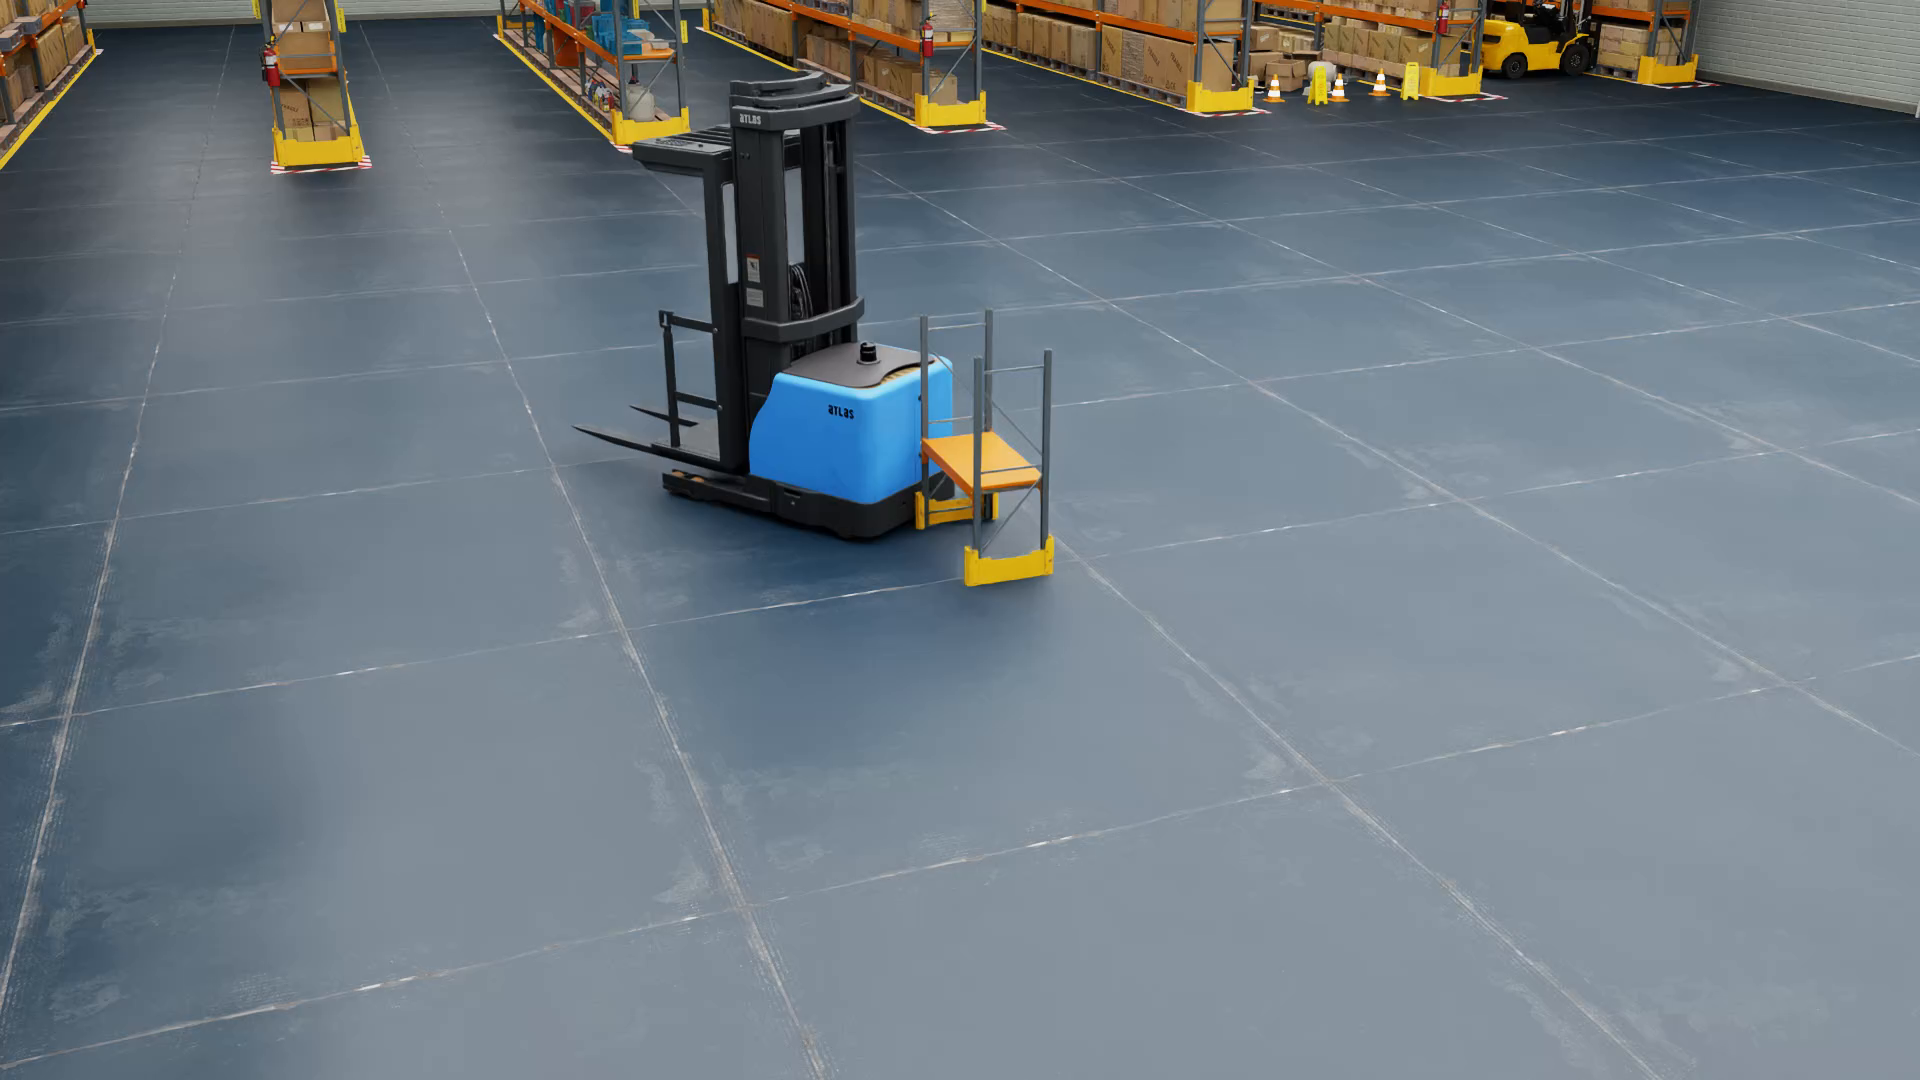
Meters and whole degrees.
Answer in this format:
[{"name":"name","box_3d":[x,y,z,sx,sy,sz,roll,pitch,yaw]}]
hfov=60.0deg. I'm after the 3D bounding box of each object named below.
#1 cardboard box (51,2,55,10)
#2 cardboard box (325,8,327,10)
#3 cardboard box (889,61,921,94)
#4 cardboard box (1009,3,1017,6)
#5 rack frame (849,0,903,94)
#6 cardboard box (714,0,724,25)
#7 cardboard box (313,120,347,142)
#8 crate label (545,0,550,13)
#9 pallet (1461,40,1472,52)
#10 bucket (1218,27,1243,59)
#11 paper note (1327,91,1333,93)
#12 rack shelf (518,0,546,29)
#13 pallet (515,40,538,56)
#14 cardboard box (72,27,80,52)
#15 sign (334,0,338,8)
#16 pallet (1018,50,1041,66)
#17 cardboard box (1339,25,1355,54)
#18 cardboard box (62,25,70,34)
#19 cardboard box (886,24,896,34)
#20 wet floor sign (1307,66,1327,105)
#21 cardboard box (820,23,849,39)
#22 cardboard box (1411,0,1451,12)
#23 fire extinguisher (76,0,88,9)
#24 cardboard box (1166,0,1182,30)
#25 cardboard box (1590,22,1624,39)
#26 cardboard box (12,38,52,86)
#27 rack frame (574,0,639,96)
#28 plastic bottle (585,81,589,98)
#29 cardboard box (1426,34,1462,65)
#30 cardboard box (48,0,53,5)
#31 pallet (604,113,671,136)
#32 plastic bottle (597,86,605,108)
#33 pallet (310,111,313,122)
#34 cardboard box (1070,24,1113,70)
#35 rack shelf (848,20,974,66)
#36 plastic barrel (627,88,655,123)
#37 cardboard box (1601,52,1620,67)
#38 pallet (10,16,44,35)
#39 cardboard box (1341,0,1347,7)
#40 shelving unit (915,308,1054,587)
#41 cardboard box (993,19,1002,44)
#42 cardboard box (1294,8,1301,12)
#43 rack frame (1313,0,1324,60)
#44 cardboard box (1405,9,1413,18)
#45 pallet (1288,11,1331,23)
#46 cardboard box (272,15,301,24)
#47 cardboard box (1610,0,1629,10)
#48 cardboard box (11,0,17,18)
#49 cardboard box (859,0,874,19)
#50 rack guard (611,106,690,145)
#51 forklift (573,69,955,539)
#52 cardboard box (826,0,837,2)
[{"name":"cardboard box","box_3d":[-17.778,-10.344,32.228,0.380,0.149,0.250,-8,24,-18]},{"name":"cardboard box","box_3d":[-9.974,-8.115,25.678,0.380,0.149,0.250,-8,24,-17]},{"name":"cardboard box","box_3d":[-0.940,-8.224,29.578,0.500,0.500,0.500,-11,25,-24]},{"name":"cardboard box","box_3d":[1.358,-11.889,37.308,0.500,0.250,0.500,-8,24,-19]},{"name":"rack frame","box_3d":[-1.546,-9.755,30.533,1.000,3.000,0.127,-8,24,-19]},{"name":"cardboard box","box_3d":[-5.484,-13.108,40.683,0.875,0.875,0.875,-8,24,-19]},{"name":"cardboard box","box_3d":[-9.383,-6.096,24.850,0.500,0.250,0.500,-8,24,-19]},{"name":"crate label","box_3d":[-7.794,-10.247,31.916,0.303,0.233,0.416,-8,24,-19]},{"name":"pallet","box_3d":[11.636,-11.219,37.596,1.003,0.211,1.213,-8,24,-19]},{"name":"bucket","box_3d":[5.335,-9.858,33.034,0.726,0.611,0.620,0,13,-1]},{"name":"paper note","box_3d":[6.942,-8.364,31.054,0.148,0.019,0.142,-18,29,-37]},{"name":"rack shelf","box_3d":[-8.299,-10.924,34.233,1.077,0.370,4.000,-8,24,-19]},{"name":"pallet","box_3d":[-9.301,-10.959,36.980,1.003,0.211,1.213,-8,24,-19]},{"name":"cardboard box","box_3d":[-18.991,-10.513,35.009,0.700,0.500,0.500,-9,25,-21]},{"name":"sign","box_3d":[-10.296,-8.909,27.310,0.100,0.325,0.005,-8,24,-19]},{"name":"pallet","box_3d":[1.925,-10.271,35.346,1.003,0.211,1.213,-8,24,-19]},{"name":"cardboard box","box_3d":[7.881,-9.943,33.012,0.500,0.500,0.500,-7,24,-17]},{"name":"cardboard box","box_3d":[-18.392,-10.399,33.903,0.380,0.149,0.250,-8,24,-17]},{"name":"cardboard box","box_3d":[-1.055,-8.792,28.571,0.380,0.149,0.250,-8,24,-19]},{"name":"wet floor sign","box_3d":[6.406,-8.122,29.689,0.267,0.644,0.232,-13,26,-28]},{"name":"cardboard box","box_3d":[-2.497,-10.174,33.214,0.500,0.250,0.500,-6,23,-13]},{"name":"cardboard box","box_3d":[8.689,-10.004,30.612,0.500,0.500,0.500,-9,24,-20]},{"name":"fire extinguisher","box_3d":[-19.308,-11.987,36.408,0.296,0.674,0.183,-8,24,-19]},{"name":"cardboard box","box_3d":[4.155,-9.340,29.355,0.875,0.550,0.550,-8,24,-19]},{"name":"cardboard box","box_3d":[12.953,-10.222,33.353,0.500,0.250,0.500,-8,24,-18]},{"name":"cardboard box","box_3d":[-16.998,-8.658,30.157,0.750,0.750,0.750,-9,24,-20]},{"name":"rack frame","box_3d":[-6.179,-9.076,28.921,1.000,3.000,0.127,-8,24,-19]},{"name":"plastic bottle","box_3d":[-6.477,-7.845,28.948,0.097,0.271,0.097,0,23,0]},{"name":"cardboard box","box_3d":[9.103,-9.273,31.423,0.500,0.500,0.500,-9,25,-21]},{"name":"cardboard box","box_3d":[-17.685,-10.498,31.759,0.500,0.500,0.500,-8,24,-19]},{"name":"pallet","box_3d":[-5.119,-6.654,26.766,1.003,0.211,1.213,-8,24,-19]},{"name":"plastic bottle","box_3d":[-6.000,-7.417,27.829,0.144,0.351,0.185,-7,24,-17]},{"name":"pallet","box_3d":[-10.573,-6.818,27.154,1.003,0.211,1.213,-8,24,-19]},{"name":"cardboard box","box_3d":[2.827,-9.769,32.922,1.050,0.750,0.750,-8,24,-19]},{"name":"rack shelf","box_3d":[-0.839,-8.697,28.949,1.077,0.370,4.000,-8,24,-19]},{"name":"plastic barrel","box_3d":[-5.070,-6.898,26.416,0.421,0.512,0.421,0,23,0]},{"name":"cardboard box","box_3d":[13.152,-9.580,33.116,0.500,0.250,0.500,-8,24,-19]},{"name":"pallet","box_3d":[-16.509,-8.837,28.601,1.213,0.211,1.003,-8,24,-19]},{"name":"cardboard box","box_3d":[7.797,-10.664,33.012,0.380,0.149,0.250,-8,24,-19]},{"name":"shelving unit","box_3d":[0.147,-0.627,10.807,0.587,1.500,1.083,-8,24,-18]},{"name":"cardboard box","box_3d":[1.060,-11.286,36.844,0.500,0.500,0.500,-7,24,-17]},{"name":"cardboard box","box_3d":[8.944,-13.930,43.417,0.396,0.266,0.258,-7,24,-17]},{"name":"rack frame","box_3d":[7.725,-11.115,33.759,1.000,3.000,0.127,-8,24,-19]},{"name":"cardboard box","box_3d":[8.542,-9.825,31.022,0.380,0.149,0.250,-9,24,-20]},{"name":"pallet","box_3d":[9.300,-13.669,43.409,1.003,0.211,1.213,-8,24,-19]},{"name":"cardboard box","box_3d":[-10.079,-7.776,24.874,0.380,0.149,0.250,-8,24,-17]},{"name":"cardboard box","box_3d":[13.187,-10.723,32.699,0.500,0.500,0.500,-8,24,-17]},{"name":"cardboard box","box_3d":[-16.685,-9.249,28.637,0.700,0.500,0.500,-11,25,-25]},{"name":"cardboard box","box_3d":[-1.301,-9.580,29.605,0.875,0.500,0.500,-8,24,-19]},{"name":"rack guard","box_3d":[-4.837,-6.492,26.008,1.175,0.500,0.348,-8,24,-19]},{"name":"forklift","box_3d":[-1.537,-1.788,11.719,3.031,2.935,1.130,15,27,32]},{"name":"cardboard box","box_3d":[-2.244,-10.613,31.896,0.797,0.503,0.637,-6,24,-14]}]
